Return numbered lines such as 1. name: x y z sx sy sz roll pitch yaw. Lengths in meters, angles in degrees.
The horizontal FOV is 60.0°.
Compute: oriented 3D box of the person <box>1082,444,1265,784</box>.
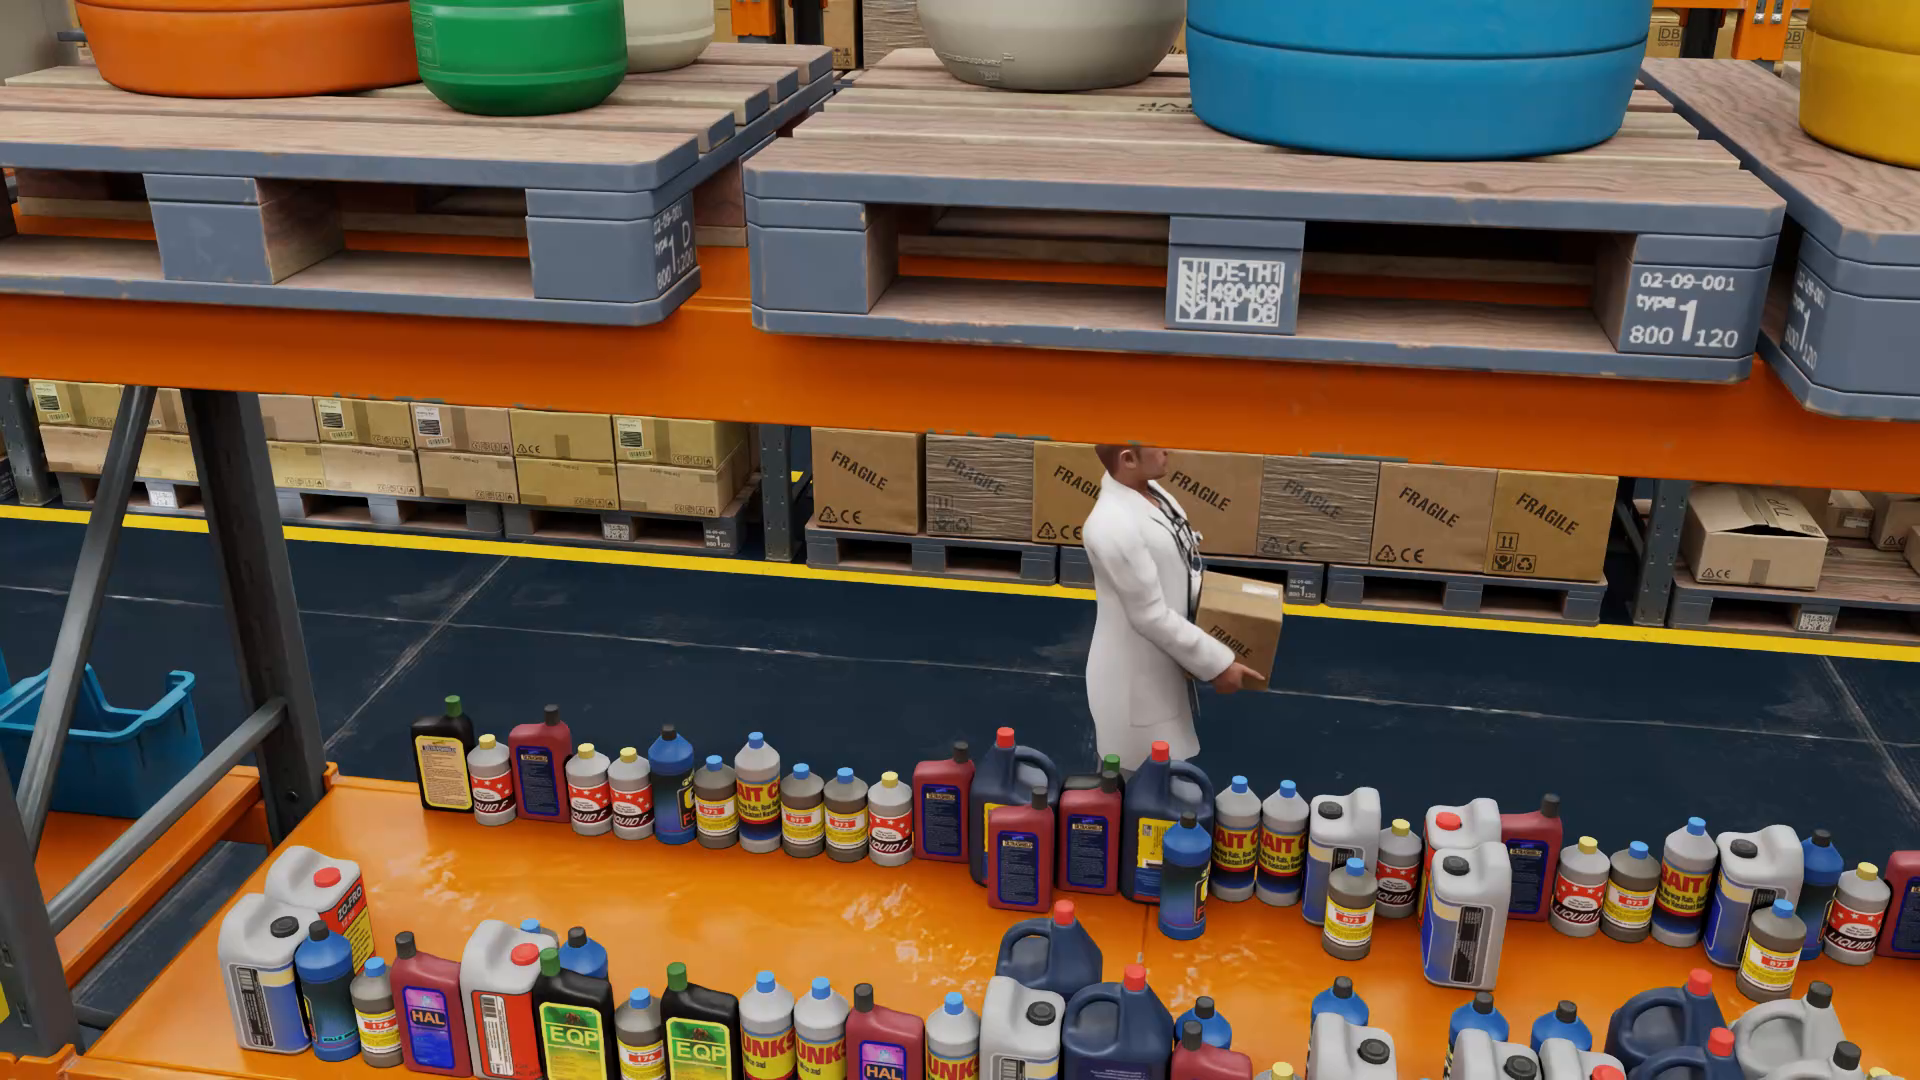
1. person: 0.663 0.426 5.199 0.563 1.771 0.528 4 25 10
